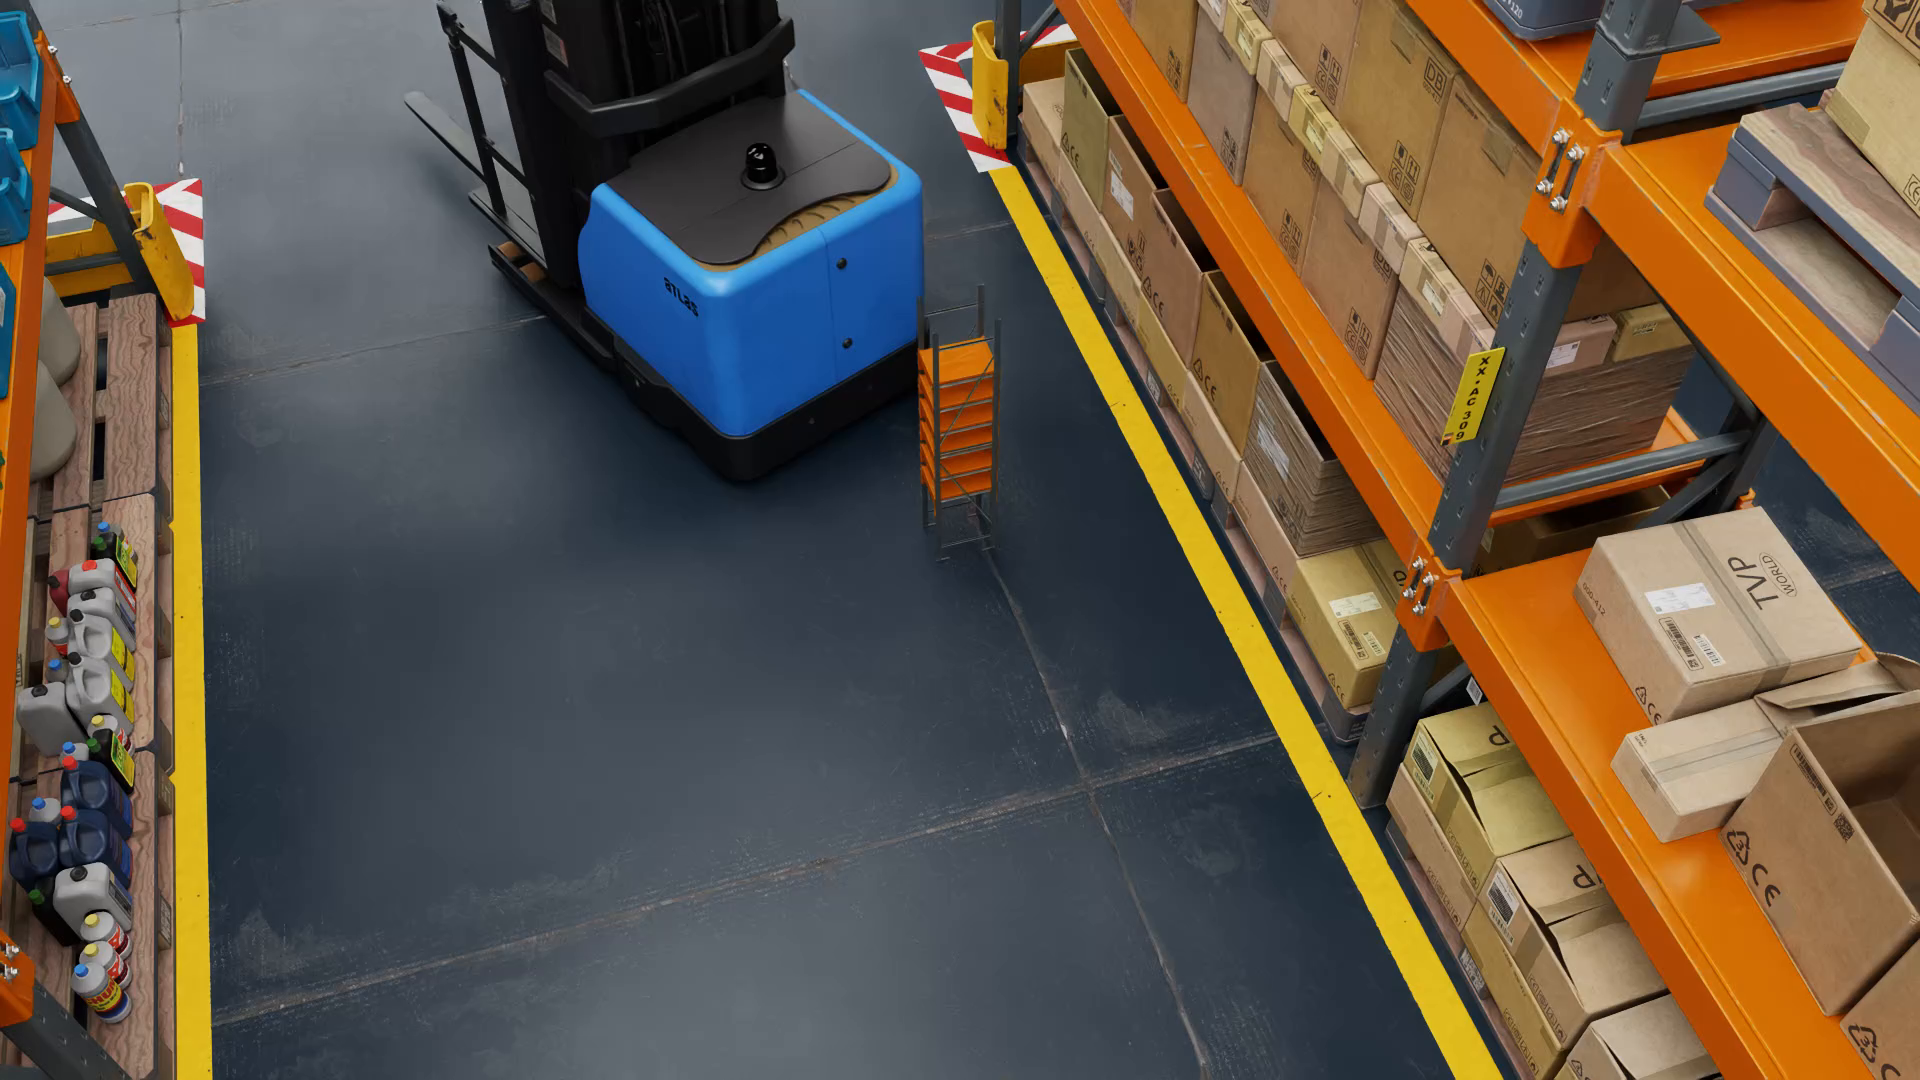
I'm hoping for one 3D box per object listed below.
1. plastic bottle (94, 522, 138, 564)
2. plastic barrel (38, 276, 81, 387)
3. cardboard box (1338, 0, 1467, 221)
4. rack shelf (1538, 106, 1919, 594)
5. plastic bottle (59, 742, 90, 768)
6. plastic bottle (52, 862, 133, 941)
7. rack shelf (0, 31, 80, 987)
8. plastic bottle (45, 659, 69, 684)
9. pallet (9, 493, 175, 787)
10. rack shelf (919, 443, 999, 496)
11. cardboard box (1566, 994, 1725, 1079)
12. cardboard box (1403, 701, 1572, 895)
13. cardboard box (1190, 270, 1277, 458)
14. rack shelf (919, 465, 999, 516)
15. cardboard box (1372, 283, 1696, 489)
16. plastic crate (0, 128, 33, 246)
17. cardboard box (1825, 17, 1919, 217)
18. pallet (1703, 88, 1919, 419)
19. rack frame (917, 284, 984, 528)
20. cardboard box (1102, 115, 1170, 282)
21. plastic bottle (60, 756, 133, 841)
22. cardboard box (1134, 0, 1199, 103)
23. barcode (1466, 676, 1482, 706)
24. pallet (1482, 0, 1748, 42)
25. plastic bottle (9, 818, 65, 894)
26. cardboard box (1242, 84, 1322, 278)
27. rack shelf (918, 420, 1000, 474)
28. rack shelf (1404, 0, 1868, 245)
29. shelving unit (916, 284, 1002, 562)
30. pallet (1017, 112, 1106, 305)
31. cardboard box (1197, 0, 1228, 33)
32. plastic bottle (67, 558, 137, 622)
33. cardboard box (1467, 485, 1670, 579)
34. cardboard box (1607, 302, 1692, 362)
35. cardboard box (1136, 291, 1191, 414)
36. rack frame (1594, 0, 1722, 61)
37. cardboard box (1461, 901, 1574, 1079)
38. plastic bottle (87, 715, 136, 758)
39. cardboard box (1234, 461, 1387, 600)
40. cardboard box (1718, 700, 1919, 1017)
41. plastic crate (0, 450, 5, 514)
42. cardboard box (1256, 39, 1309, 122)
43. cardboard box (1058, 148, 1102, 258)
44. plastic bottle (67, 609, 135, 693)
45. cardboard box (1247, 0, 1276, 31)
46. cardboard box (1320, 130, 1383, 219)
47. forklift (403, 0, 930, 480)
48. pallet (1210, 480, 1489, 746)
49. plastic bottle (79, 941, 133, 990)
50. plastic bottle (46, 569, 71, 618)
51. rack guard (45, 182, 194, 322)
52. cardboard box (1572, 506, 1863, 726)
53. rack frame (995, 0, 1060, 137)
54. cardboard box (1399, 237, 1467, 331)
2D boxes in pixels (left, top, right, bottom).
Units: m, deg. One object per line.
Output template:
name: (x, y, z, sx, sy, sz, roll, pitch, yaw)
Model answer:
plastic bottle: (-3.110, 0.012, 6.111, 0.097, 0.201, 0.097, 0, 50, 0)
plastic barrel: (-3.804, -0.861, 6.656, 0.421, 0.512, 0.421, 0, 50, 0)
cardboard box: (1.556, -1.328, 4.784, 0.700, 0.500, 0.500, -13, 51, -11)
rack shelf: (2.435, 0.539, 2.632, 1.077, 0.370, 4.000, -13, 51, -11)
plastic bottle: (-2.866, 0.748, 5.444, 0.097, 0.271, 0.097, 0, 50, 0)
plastic bottle: (-2.686, 1.105, 5.140, 0.152, 0.276, 0.135, -12, 51, -10)
rack shelf: (-3.481, -0.298, 5.300, 1.077, 0.370, 4.000, -13, 51, -11)
plastic bottle: (-3.070, 0.483, 5.714, 0.097, 0.201, 0.097, 0, 50, 0)
pallet: (-3.412, 0.437, 6.033, 1.003, 0.211, 1.213, -13, 51, -11)
rack shelf: (-0.004, -0.291, 6.216, 0.258, 0.103, 0.180, -13, 51, -11)
cardboard box: (2.025, 1.486, 4.482, 0.500, 0.311, 0.500, -15, 51, -12)
cardboard box: (1.728, 0.742, 5.109, 0.500, 0.311, 0.500, -13, 51, -11)
cardboard box: (1.210, -0.699, 6.200, 0.500, 0.500, 0.500, -13, 51, -11)
rack shelf: (-0.004, -0.214, 6.307, 0.258, 0.103, 0.180, -13, 51, -11)
cardboard box: (1.707, -0.541, 4.969, 0.700, 0.500, 0.500, -15, 51, -12)
plastic crate: (-3.452, -1.169, 5.661, 0.499, 0.251, 0.408, -13, 51, -11)
cardboard box: (2.017, -0.788, 3.104, 0.500, 0.250, 0.500, -9, 50, -7)
pallet: (2.117, -0.450, 3.121, 0.805, 0.209, 1.217, -15, 52, -12)
rack frame: (-0.031, -0.464, 6.146, 0.240, 1.200, 0.006, -13, 51, -11)
cardboard box: (0.917, -1.430, 6.816, 0.500, 0.500, 0.500, -13, 51, -11)
plastic bottle: (-2.787, 0.821, 5.330, 0.144, 0.351, 0.185, -15, 52, -13)
cardboard box: (1.088, -2.050, 6.241, 0.700, 0.500, 0.500, -13, 51, -11)
barcode: (1.522, 0.448, 4.919, 0.001, 0.075, 0.075, -13, 51, -11)
pallet: (1.567, -1.742, 4.142, 1.003, 0.211, 1.213, -13, 51, -11)
plastic bottle: (-2.869, 0.992, 5.186, 0.144, 0.351, 0.185, -13, 51, -11)
cardboard box: (1.400, -1.293, 5.602, 0.700, 0.500, 0.500, -13, 51, -10)
rack shelf: (-0.004, -0.369, 6.124, 0.258, 0.103, 0.180, -13, 51, -11)
rack shelf: (1.252, -2.382, 5.095, 1.077, 0.370, 4.000, -13, 51, -11)
shelving unit: (-0.004, -0.397, 6.090, 0.258, 1.200, 0.189, -13, 51, -11)
pallet: (0.927, -1.660, 7.801, 1.003, 0.211, 1.213, -13, 51, -11)
cardboard box: (1.025, -1.891, 5.682, 0.380, 0.149, 0.250, -13, 51, -11)
plastic bottle: (-3.062, 0.178, 5.922, 0.152, 0.276, 0.135, -13, 51, -11)
cardboard box: (2.006, -0.087, 5.684, 0.500, 0.500, 0.500, -13, 51, -11)
cardboard box: (1.949, -0.668, 4.651, 0.380, 0.149, 0.250, -13, 51, -11)
cardboard box: (1.049, -0.819, 6.792, 0.500, 0.250, 0.500, -13, 51, -11)
rack frame: (1.844, -2.120, 2.441, 1.000, 3.000, 0.127, -13, 51, -11)
cardboard box: (1.876, 1.289, 5.015, 0.500, 0.250, 0.500, -12, 51, -10)
plastic bottle: (-2.849, 0.658, 5.566, 0.097, 0.201, 0.097, 0, 50, 0)
cardboard box: (1.359, -0.092, 6.179, 0.500, 0.250, 0.500, -13, 51, -11)
cardboard box: (2.211, 0.731, 3.896, 0.500, 0.500, 0.500, -10, 51, -8)
plastic crate: (-3.021, -0.056, 4.764, 0.450, 0.188, 0.662, -13, 51, -11)
cardboard box: (1.185, -1.506, 5.358, 0.380, 0.149, 0.250, -12, 51, -10)
cardboard box: (0.758, -1.551, 7.409, 0.500, 0.250, 0.500, -13, 51, -11)
plastic bottle: (-2.968, 0.375, 5.706, 0.144, 0.351, 0.185, -11, 51, -9)
cardboard box: (1.261, -2.059, 5.400, 0.700, 0.500, 0.500, -13, 51, -11)
cardboard box: (1.329, -1.141, 5.050, 0.380, 0.149, 0.250, -13, 51, -11)
forklift: (-1.465, -2.243, 6.513, 1.130, 2.935, 3.031, -33, 57, -25)
pallet: (1.649, 0.122, 6.299, 1.003, 0.211, 1.213, -13, 51, -11)
plastic bottle: (-2.595, 1.285, 5.037, 0.097, 0.201, 0.097, 0, 50, 0)
plastic bottle: (-3.163, 0.200, 5.898, 0.061, 0.283, 0.133, -13, 51, -11)
rack guard: (-4.005, -1.140, 7.174, 1.175, 0.500, 0.348, -13, 51, -11)
cardboard box: (2.031, 0.211, 4.498, 0.500, 0.250, 0.500, -10, 51, -9)
rack frame: (0.661, -3.108, 7.198, 1.000, 3.000, 0.127, -13, 51, -11)
cardboard box: (1.488, -0.759, 4.728, 0.380, 0.149, 0.250, -14, 51, -12)
